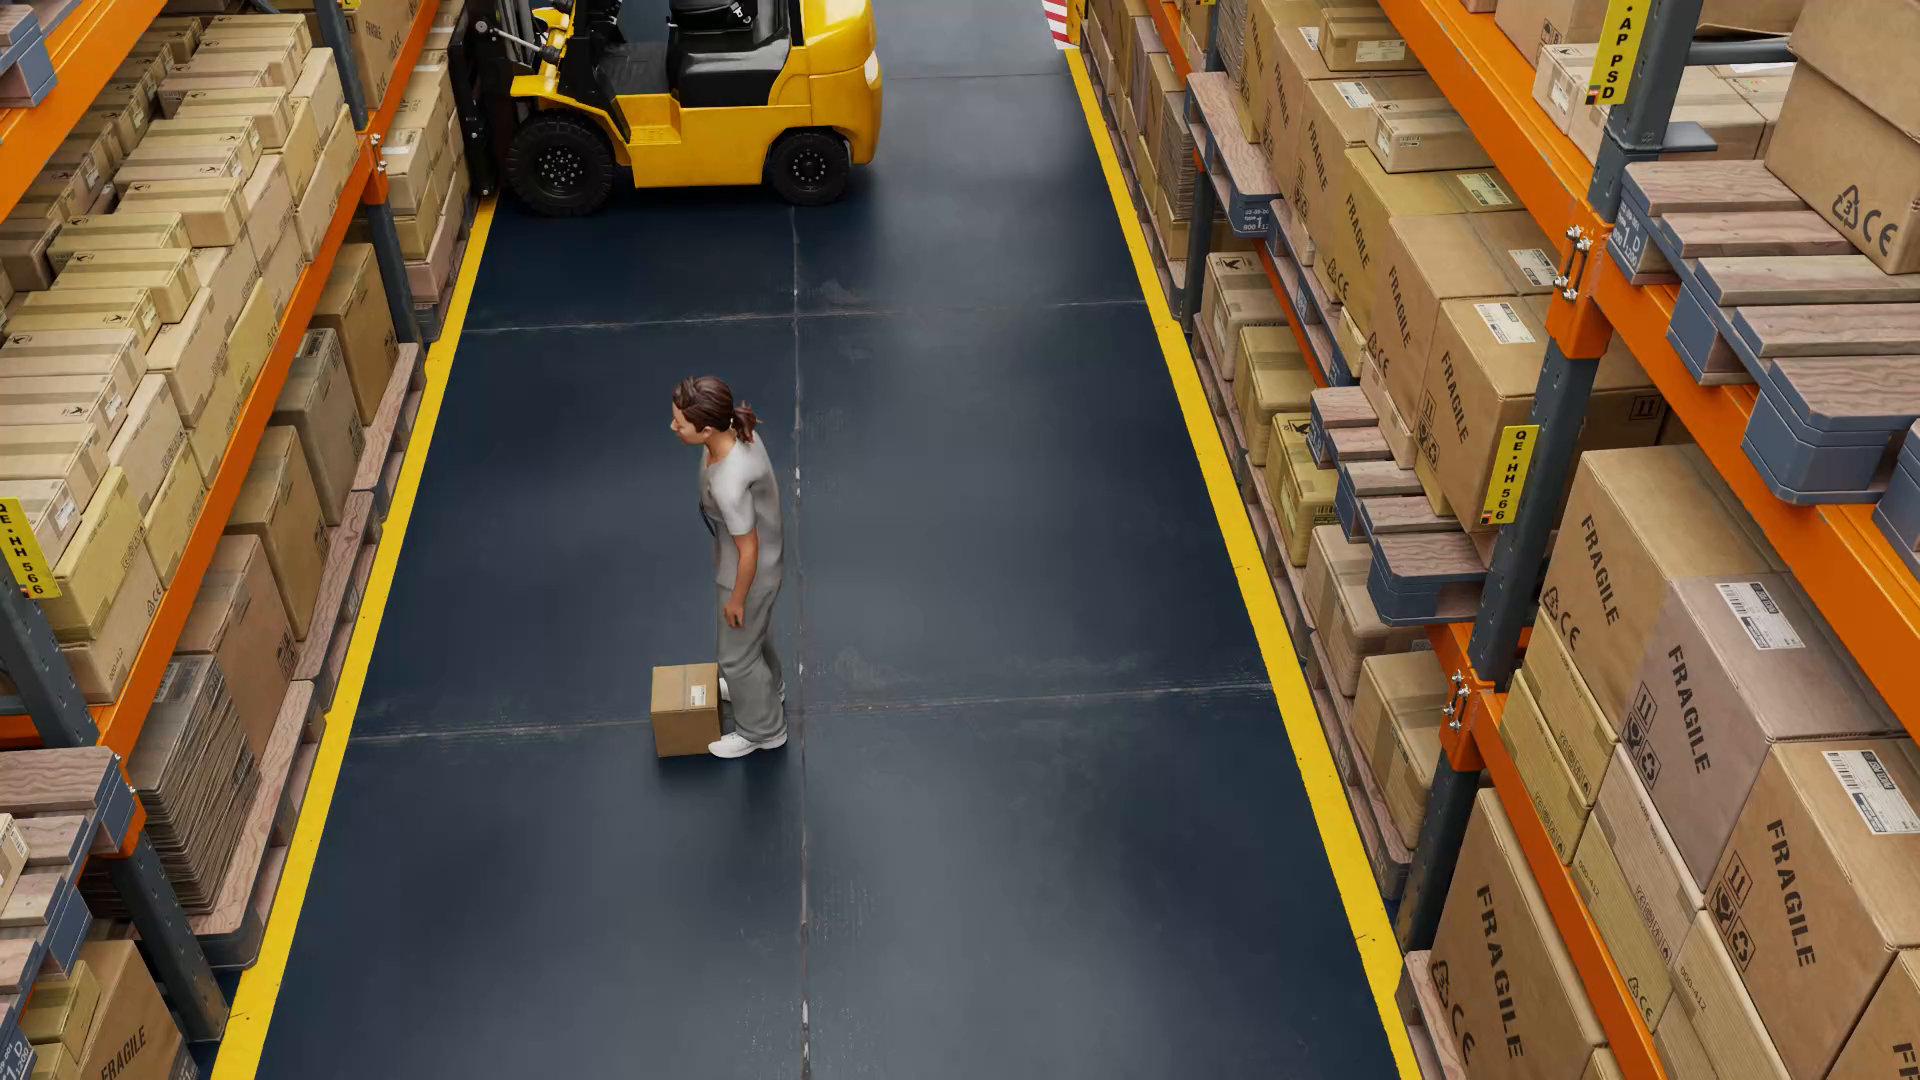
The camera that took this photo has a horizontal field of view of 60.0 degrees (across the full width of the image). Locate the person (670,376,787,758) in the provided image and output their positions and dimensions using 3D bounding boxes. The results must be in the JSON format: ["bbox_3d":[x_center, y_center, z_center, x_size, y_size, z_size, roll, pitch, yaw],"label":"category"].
[{"bbox_3d":[-0.813,0.093,6.043,0.365,1.671,0.513,-5,40,-7],"label":"person"}]
